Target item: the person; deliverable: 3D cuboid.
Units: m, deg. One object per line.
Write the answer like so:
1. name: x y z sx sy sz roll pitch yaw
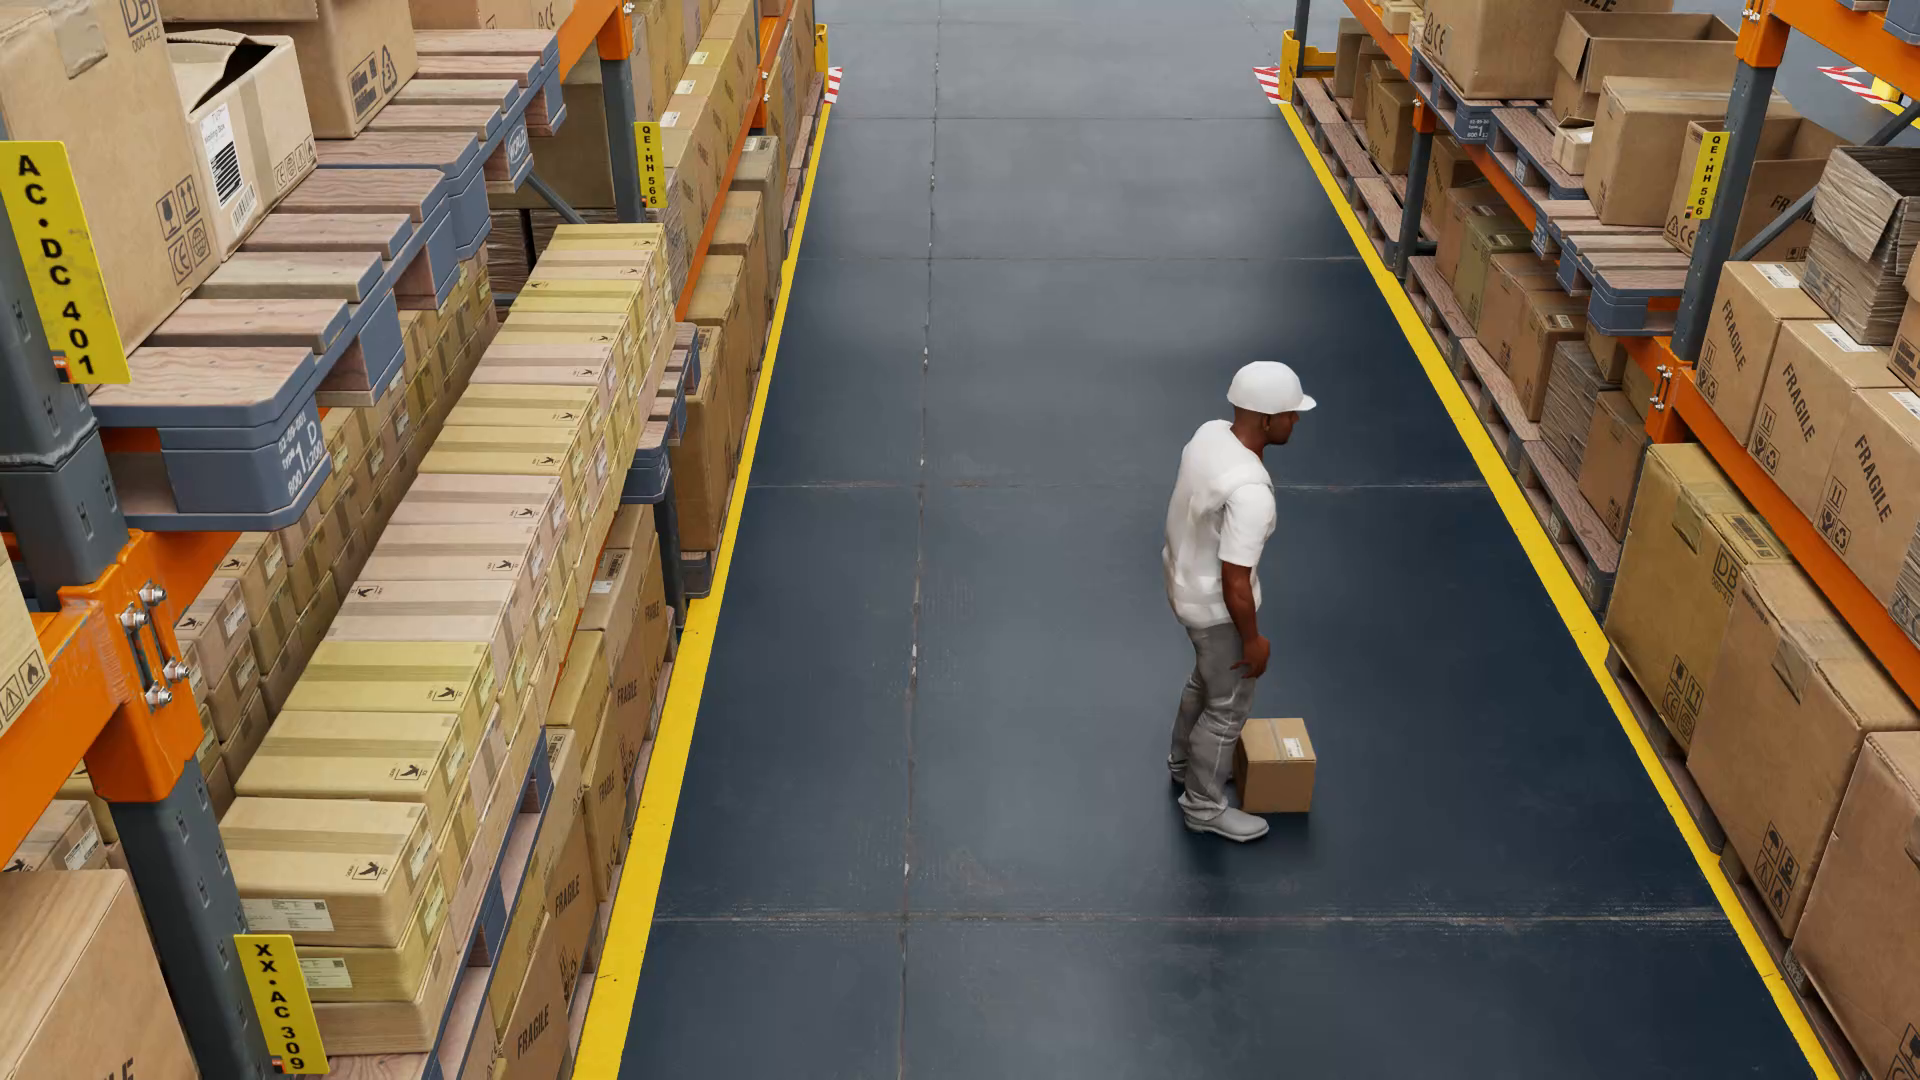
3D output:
1. person: 0.937 0.195 5.795 0.454 1.761 0.636 -2 31 -3
